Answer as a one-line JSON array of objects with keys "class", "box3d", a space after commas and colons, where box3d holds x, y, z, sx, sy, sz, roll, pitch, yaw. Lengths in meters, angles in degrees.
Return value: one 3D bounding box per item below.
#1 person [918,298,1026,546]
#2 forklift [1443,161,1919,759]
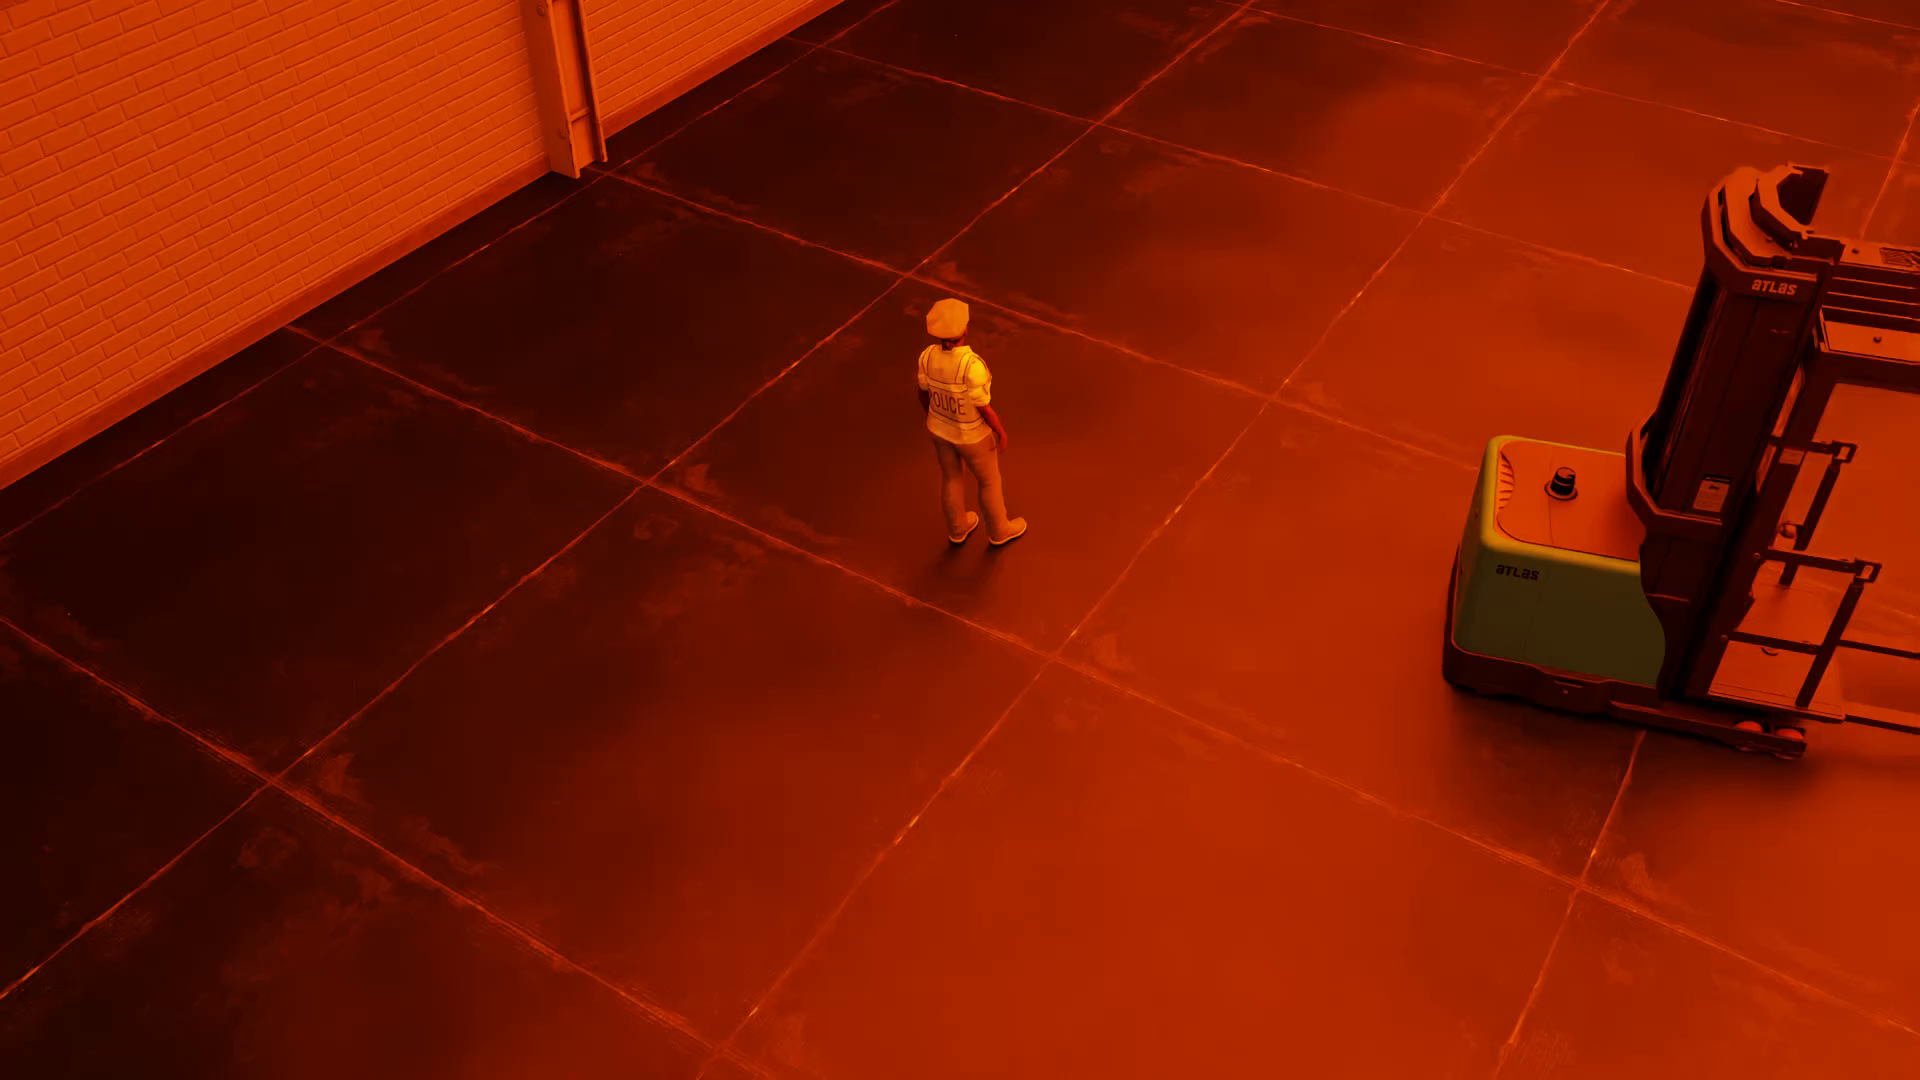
[{"class": "person", "box3d": [0.057, -0.686, 9.722, 0.569, 1.694, 0.530, 22, 45, 24]}, {"class": "forklift", "box3d": [4.264, -0.338, 8.365, 3.031, 2.935, 1.130, 11, 41, 12]}]
